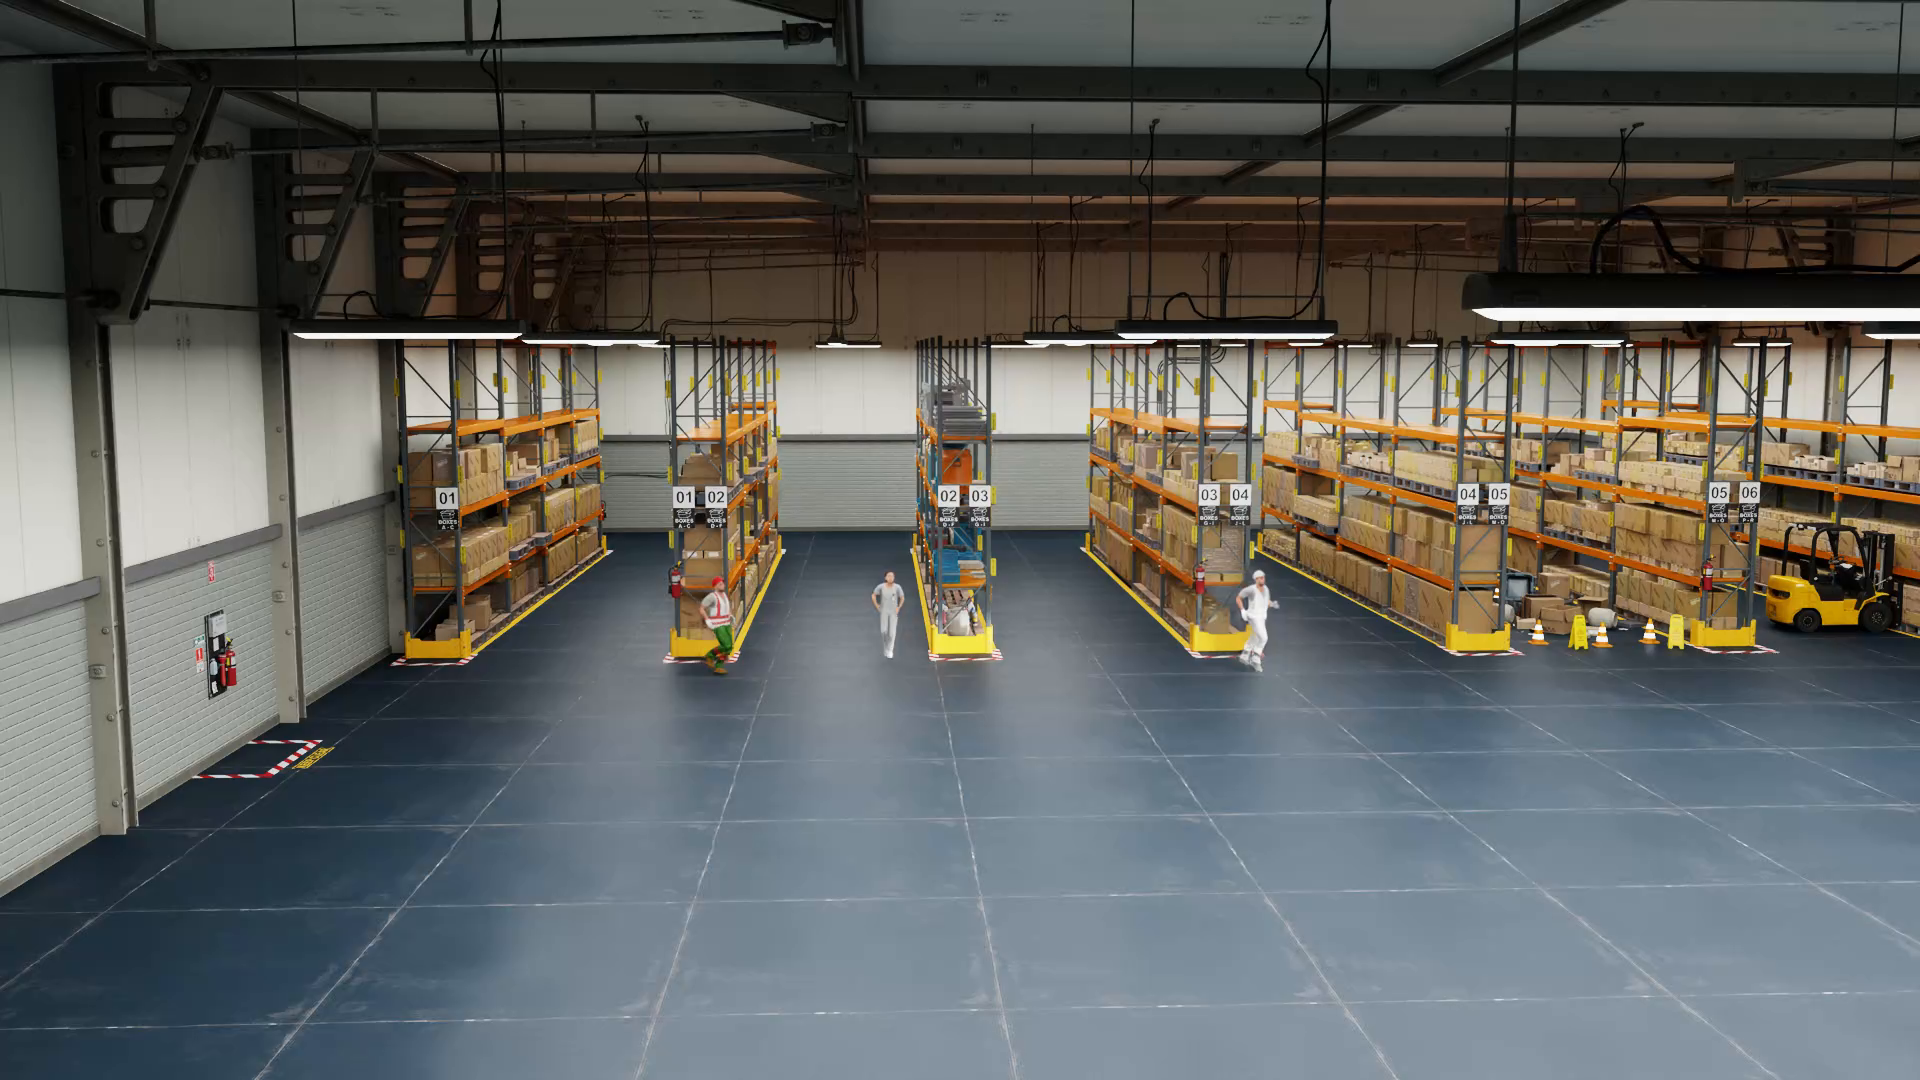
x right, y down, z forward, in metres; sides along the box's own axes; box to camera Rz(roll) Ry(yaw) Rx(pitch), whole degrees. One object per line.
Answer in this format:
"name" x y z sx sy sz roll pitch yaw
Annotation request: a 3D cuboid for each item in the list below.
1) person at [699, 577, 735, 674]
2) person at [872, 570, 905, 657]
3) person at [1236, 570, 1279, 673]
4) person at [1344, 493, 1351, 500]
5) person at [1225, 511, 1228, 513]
"person" -4.248 1.516 29.527 0.550 1.711 0.680 3 7 27
"person" -1.335 1.383 31.098 0.612 1.638 0.494 0 7 -4
"person" 5.352 1.447 29.906 0.643 1.830 0.775 -6 9 -44
"person" 10.681 -0.369 45.885 0.634 1.837 0.892 0 7 -4
"person" 7.472 -0.579 48.193 0.649 1.736 0.692 -6 9 -42
